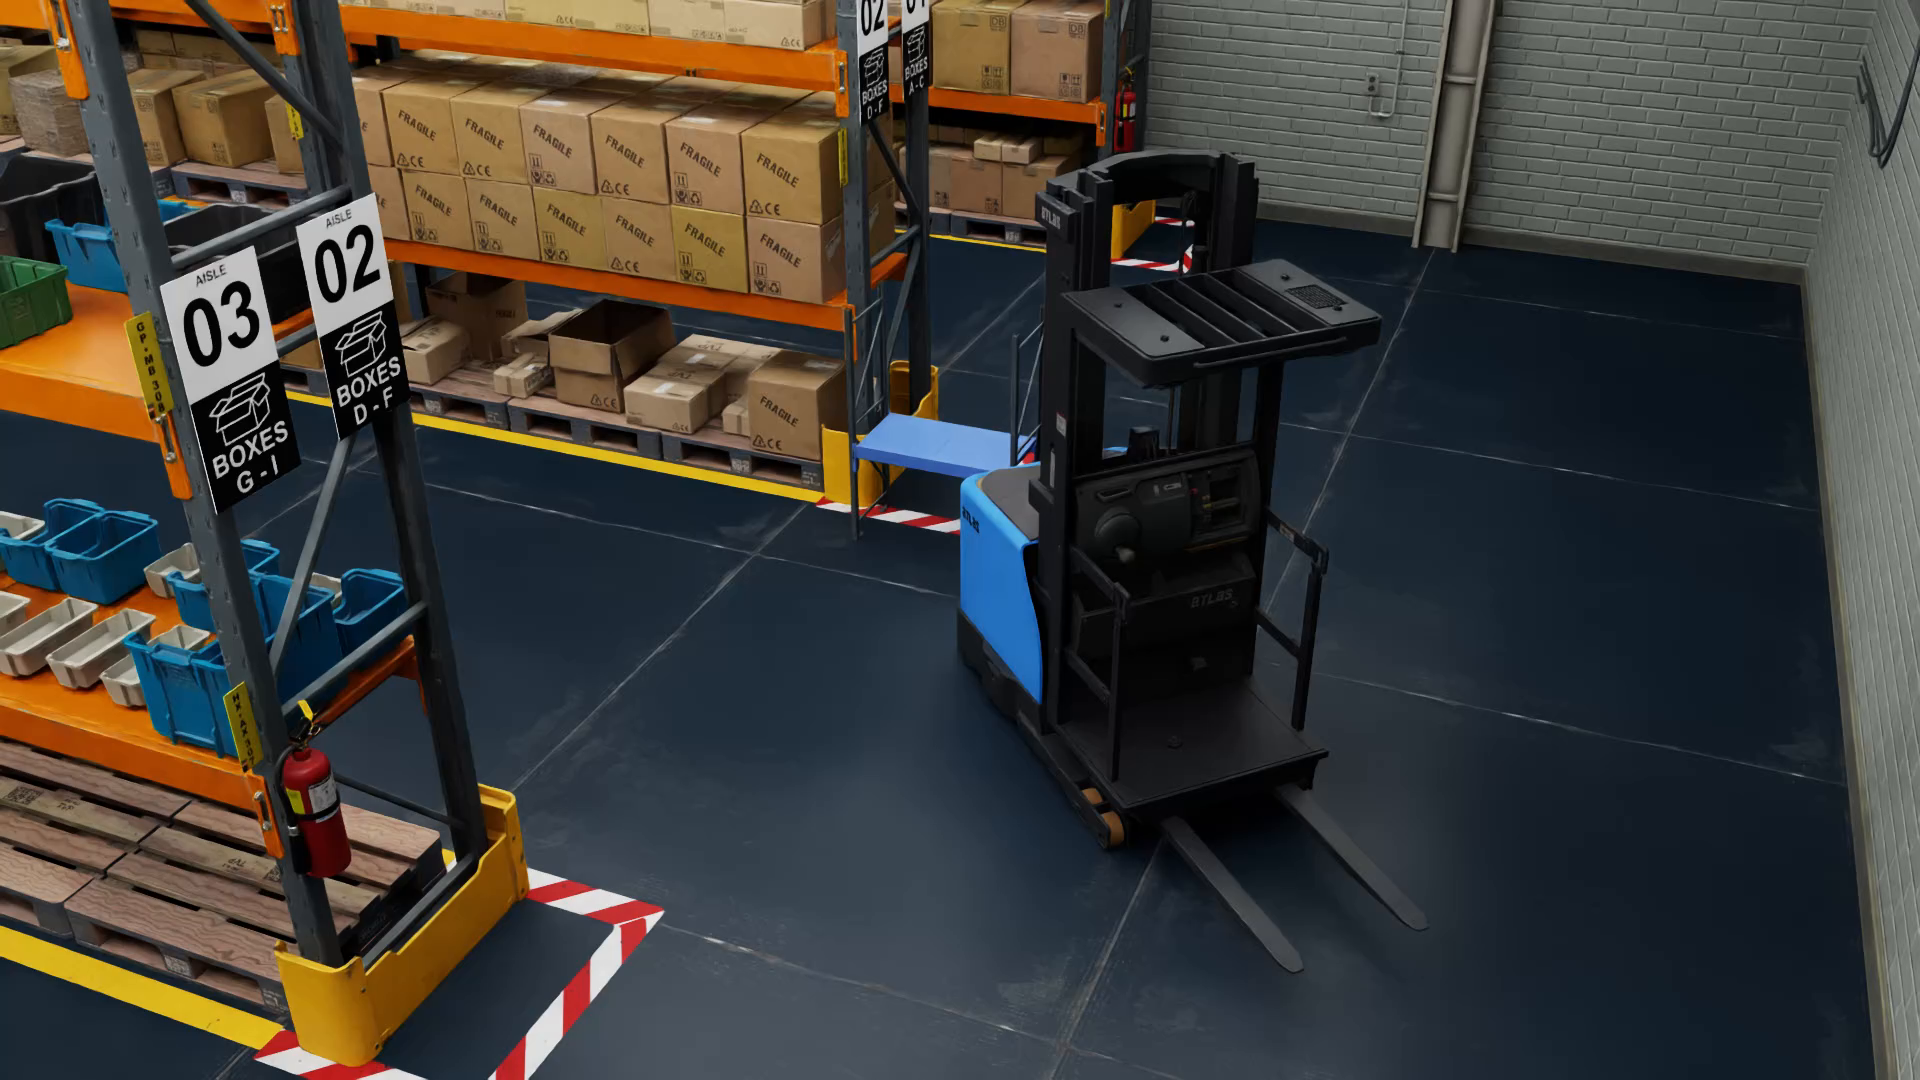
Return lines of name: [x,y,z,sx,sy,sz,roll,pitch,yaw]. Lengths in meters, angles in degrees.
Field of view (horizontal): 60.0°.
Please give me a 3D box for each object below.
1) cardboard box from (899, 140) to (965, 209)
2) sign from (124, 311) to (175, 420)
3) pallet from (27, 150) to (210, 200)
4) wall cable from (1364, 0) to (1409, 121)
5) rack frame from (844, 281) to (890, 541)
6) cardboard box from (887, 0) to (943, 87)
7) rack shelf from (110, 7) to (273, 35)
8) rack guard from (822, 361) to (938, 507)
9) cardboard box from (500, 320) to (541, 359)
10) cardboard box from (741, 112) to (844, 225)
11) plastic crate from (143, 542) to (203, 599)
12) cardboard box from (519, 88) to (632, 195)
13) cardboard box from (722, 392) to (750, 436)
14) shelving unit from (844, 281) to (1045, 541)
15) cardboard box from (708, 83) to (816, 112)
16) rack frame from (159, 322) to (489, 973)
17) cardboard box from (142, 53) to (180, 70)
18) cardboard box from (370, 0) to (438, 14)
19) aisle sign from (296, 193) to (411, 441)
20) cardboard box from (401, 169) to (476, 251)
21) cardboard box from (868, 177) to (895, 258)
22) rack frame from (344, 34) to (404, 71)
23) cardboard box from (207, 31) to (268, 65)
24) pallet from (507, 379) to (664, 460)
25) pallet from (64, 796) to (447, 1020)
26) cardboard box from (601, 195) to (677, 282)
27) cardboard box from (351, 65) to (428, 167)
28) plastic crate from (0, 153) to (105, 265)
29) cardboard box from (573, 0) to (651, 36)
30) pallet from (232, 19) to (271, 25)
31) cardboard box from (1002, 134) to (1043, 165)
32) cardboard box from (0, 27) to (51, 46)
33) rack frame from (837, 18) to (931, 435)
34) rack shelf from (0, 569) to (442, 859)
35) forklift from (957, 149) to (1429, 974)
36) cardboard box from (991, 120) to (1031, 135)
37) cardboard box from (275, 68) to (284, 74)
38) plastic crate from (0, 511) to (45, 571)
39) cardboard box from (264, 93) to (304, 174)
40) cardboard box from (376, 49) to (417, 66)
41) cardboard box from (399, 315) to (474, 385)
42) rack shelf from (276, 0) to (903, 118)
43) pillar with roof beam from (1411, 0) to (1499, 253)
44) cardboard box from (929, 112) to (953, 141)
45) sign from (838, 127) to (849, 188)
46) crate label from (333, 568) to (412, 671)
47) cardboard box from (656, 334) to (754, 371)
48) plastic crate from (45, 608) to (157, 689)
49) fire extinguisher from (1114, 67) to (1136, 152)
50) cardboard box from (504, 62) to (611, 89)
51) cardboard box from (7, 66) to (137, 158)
cardboard box: [-0.193,-3.410,15.259,0.500,0.500,0.700,10,31,17]
sign: [-2.494,-0.535,5.118,0.005,0.325,0.100,11,31,19]
pallet: [-6.045,-2.826,12.307,1.213,0.211,1.003,11,31,19]
wall cable: [2.965,-4.683,14.365,1.851,1.984,0.084,11,31,19]
rack frame: [-0.550,-0.763,9.987,0.032,1.500,0.500,11,31,19]
cardboard box: [-0.435,-4.541,14.842,0.700,0.700,0.980,10,31,17]
rack shelf: [-7.844,-5.583,17.721,4.000,0.370,1.077,11,31,19]
rack guard: [-0.507,-0.713,10.914,0.348,0.500,1.175,11,31,19]
cardboard box: [-3.138,-1.459,12.145,0.250,0.149,0.380,11,31,19]
cardboard box: [-0.952,-2.222,9.927,0.500,0.500,0.500,11,31,19]
plastic crate: [-3.302,0.141,7.070,0.298,0.136,0.250,11,31,19]
cardboard box: [-2.379,-2.504,10.426,0.500,0.500,0.500,12,32,21]
cardboard box: [-1.374,-0.849,11.047,0.250,0.166,0.380,11,31,19]
shelving unit: [-0.079,-0.669,9.820,1.048,1.500,0.538,11,31,19]
cardboard box: [-1.236,-2.561,10.526,0.500,0.500,0.500,12,31,20]
rack frame: [-2.302,0.471,6.279,0.127,3.000,1.000,11,31,19]
cardboard box: [-8.511,-5.168,18.350,0.500,0.500,0.700,11,31,18]
cardboard box: [-3.323,-3.470,10.356,0.500,0.250,0.500,11,31,19]
aisle sign: [-2.124,-0.783,5.856,0.004,0.787,0.394,11,31,19]
cardboard box: [-3.297,-2.258,11.007,0.500,0.500,0.500,12,32,20]
cardboard box: [-0.748,-2.033,10.607,0.500,0.500,0.500,12,32,20]
rack frame: [-5.990,-5.526,16.890,0.127,3.000,1.000,11,31,19]
cardboard box: [-7.660,-5.292,17.807,0.500,0.250,0.500,11,31,19]
pallet: [-2.372,-0.960,11.646,1.213,0.211,1.003,11,31,19]
pallet: [-3.052,1.515,7.267,1.213,0.211,1.003,11,31,19]
cardboard box: [-1.896,-1.978,10.511,0.500,0.500,0.500,12,31,20]
cardboard box: [-3.812,-2.790,10.931,0.500,0.500,0.500,12,32,20]
plastic crate: [-3.614,-1.216,6.278,0.767,0.338,0.504,11,31,19]
cardboard box: [-1.939,-3.186,9.854,0.500,0.250,0.500,11,31,19]
pallet: [-6.691,-5.526,17.084,1.003,0.211,1.213,11,31,19]
cardboard box: [0.549,-3.448,14.667,0.250,0.149,0.380,11,31,19]
cardboard box: [-10.674,-5.543,19.013,0.500,0.500,0.500,9,31,15]
rack frame: [-0.436,-1.787,10.274,0.127,3.000,1.000,11,31,19]
rack shelf: [-4.155,0.414,7.111,4.000,0.370,1.077,11,31,19]
forklift: [1.034,-0.099,7.358,1.130,2.935,3.031,-12,32,-20]
cardboard box: [0.458,-3.668,15.057,0.250,0.149,0.380,11,31,19]
cardboard box: [-7.111,-4.887,17.853,0.500,0.500,0.700,11,31,19]
plastic crate: [-4.282,0.005,7.311,0.466,0.136,0.293,11,31,19]
cardboard box: [-4.498,-2.943,11.791,0.500,0.500,0.700,1,30,2]
cardboard box: [-5.358,-4.577,16.969,0.750,0.750,0.750,11,31,18]
cardboard box: [-3.835,-1.371,11.825,0.500,0.311,0.500,11,31,19]
rack shelf: [-2.289,-3.149,10.368,4.000,0.370,1.077,11,31,19]
pillar with roof beam: [2.631,-4.590,9.136,0.400,9.000,9.100,11,31,19]
cardboard box: [-0.248,-3.809,15.306,0.250,0.149,0.380,12,31,20]
sign: [-0.663,-2.179,9.470,0.005,0.325,0.100,11,31,19]
crate label: [-2.407,0.322,6.652,0.303,0.233,0.416,11,31,19]
cardboard box: [-1.760,-1.196,11.576,0.500,0.250,0.500,11,31,19]
plastic crate: [-3.389,0.431,6.557,0.243,0.136,0.396,11,31,19]
fire extinguisher: [1.389,-3.612,13.960,0.183,0.674,0.296,11,31,19]
cardboard box: [-2.634,-2.843,11.025,0.500,0.500,0.500,12,31,20]
cardboard box: [-6.448,-3.172,12.196,0.500,0.500,0.700,18,34,28]
